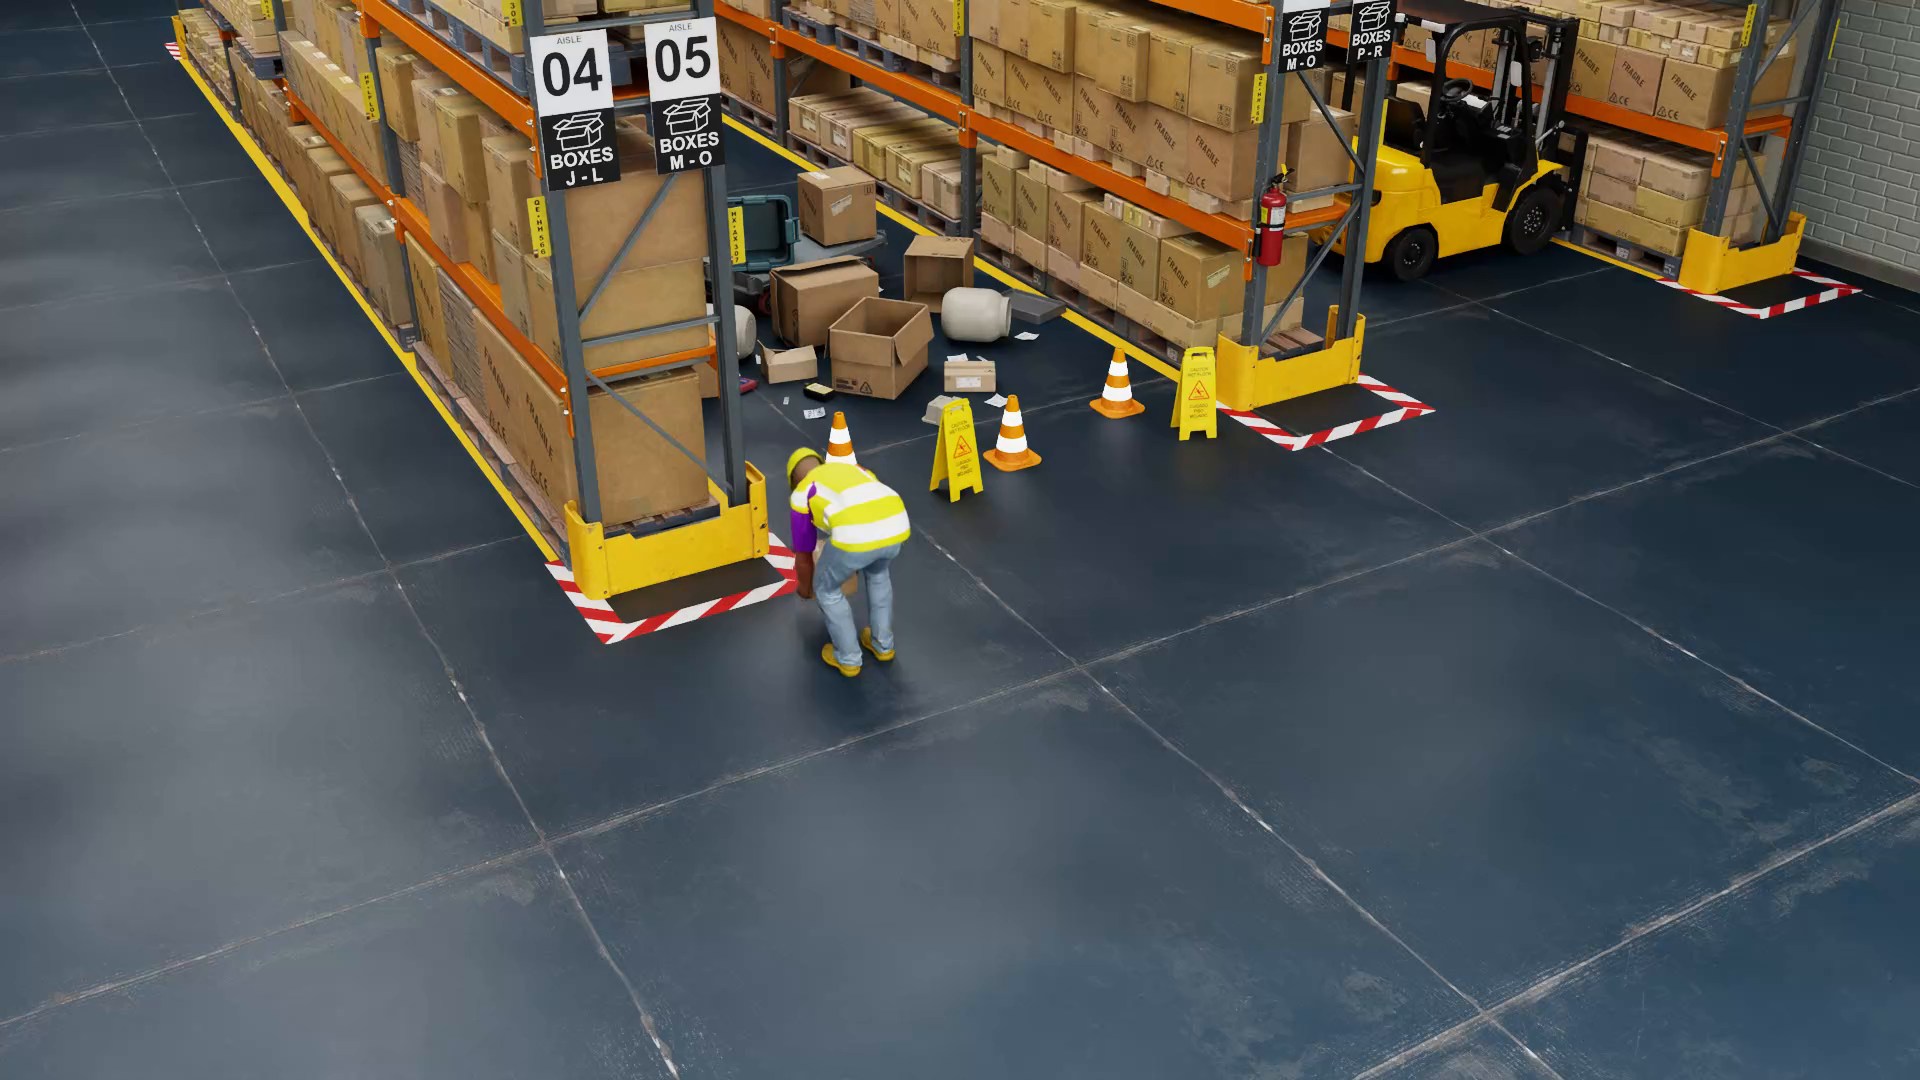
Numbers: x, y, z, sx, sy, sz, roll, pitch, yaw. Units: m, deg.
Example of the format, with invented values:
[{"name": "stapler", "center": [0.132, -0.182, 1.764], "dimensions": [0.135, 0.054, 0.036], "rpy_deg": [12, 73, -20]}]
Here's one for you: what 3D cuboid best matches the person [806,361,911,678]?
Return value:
[{"name": "person", "center": [-0.537, -0.104, 8.733], "dimensions": [0.609, 1.761, 0.451], "rpy_deg": [-17, 33, -28]}]
